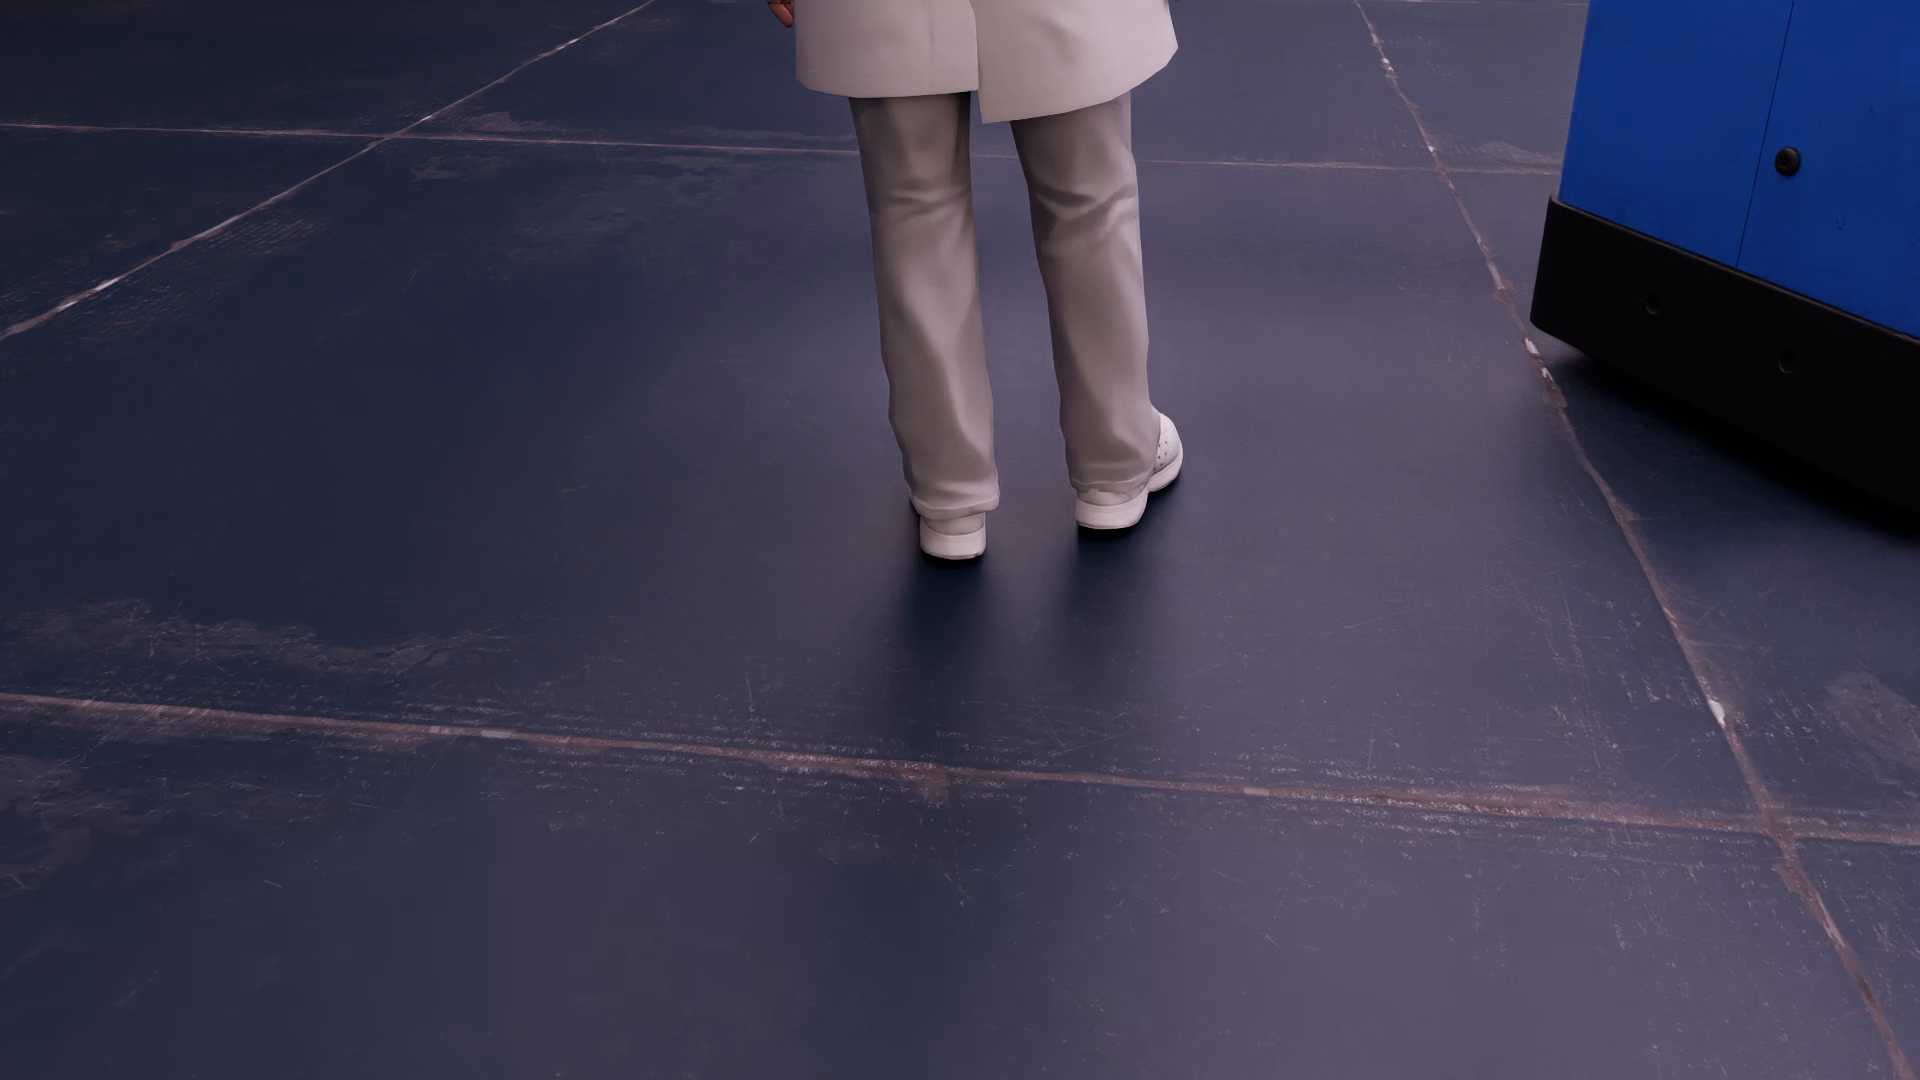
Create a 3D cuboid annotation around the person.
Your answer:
[{"bbox_3d":[0.016,-0.842,2.181,0.696,1.778,0.578,3,27,7],"label":"person"}]

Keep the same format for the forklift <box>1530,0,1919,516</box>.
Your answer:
[{"bbox_3d":[2.660,-1.695,2.615,3.031,2.935,1.130,-9,28,-18],"label":"forklift"}]
